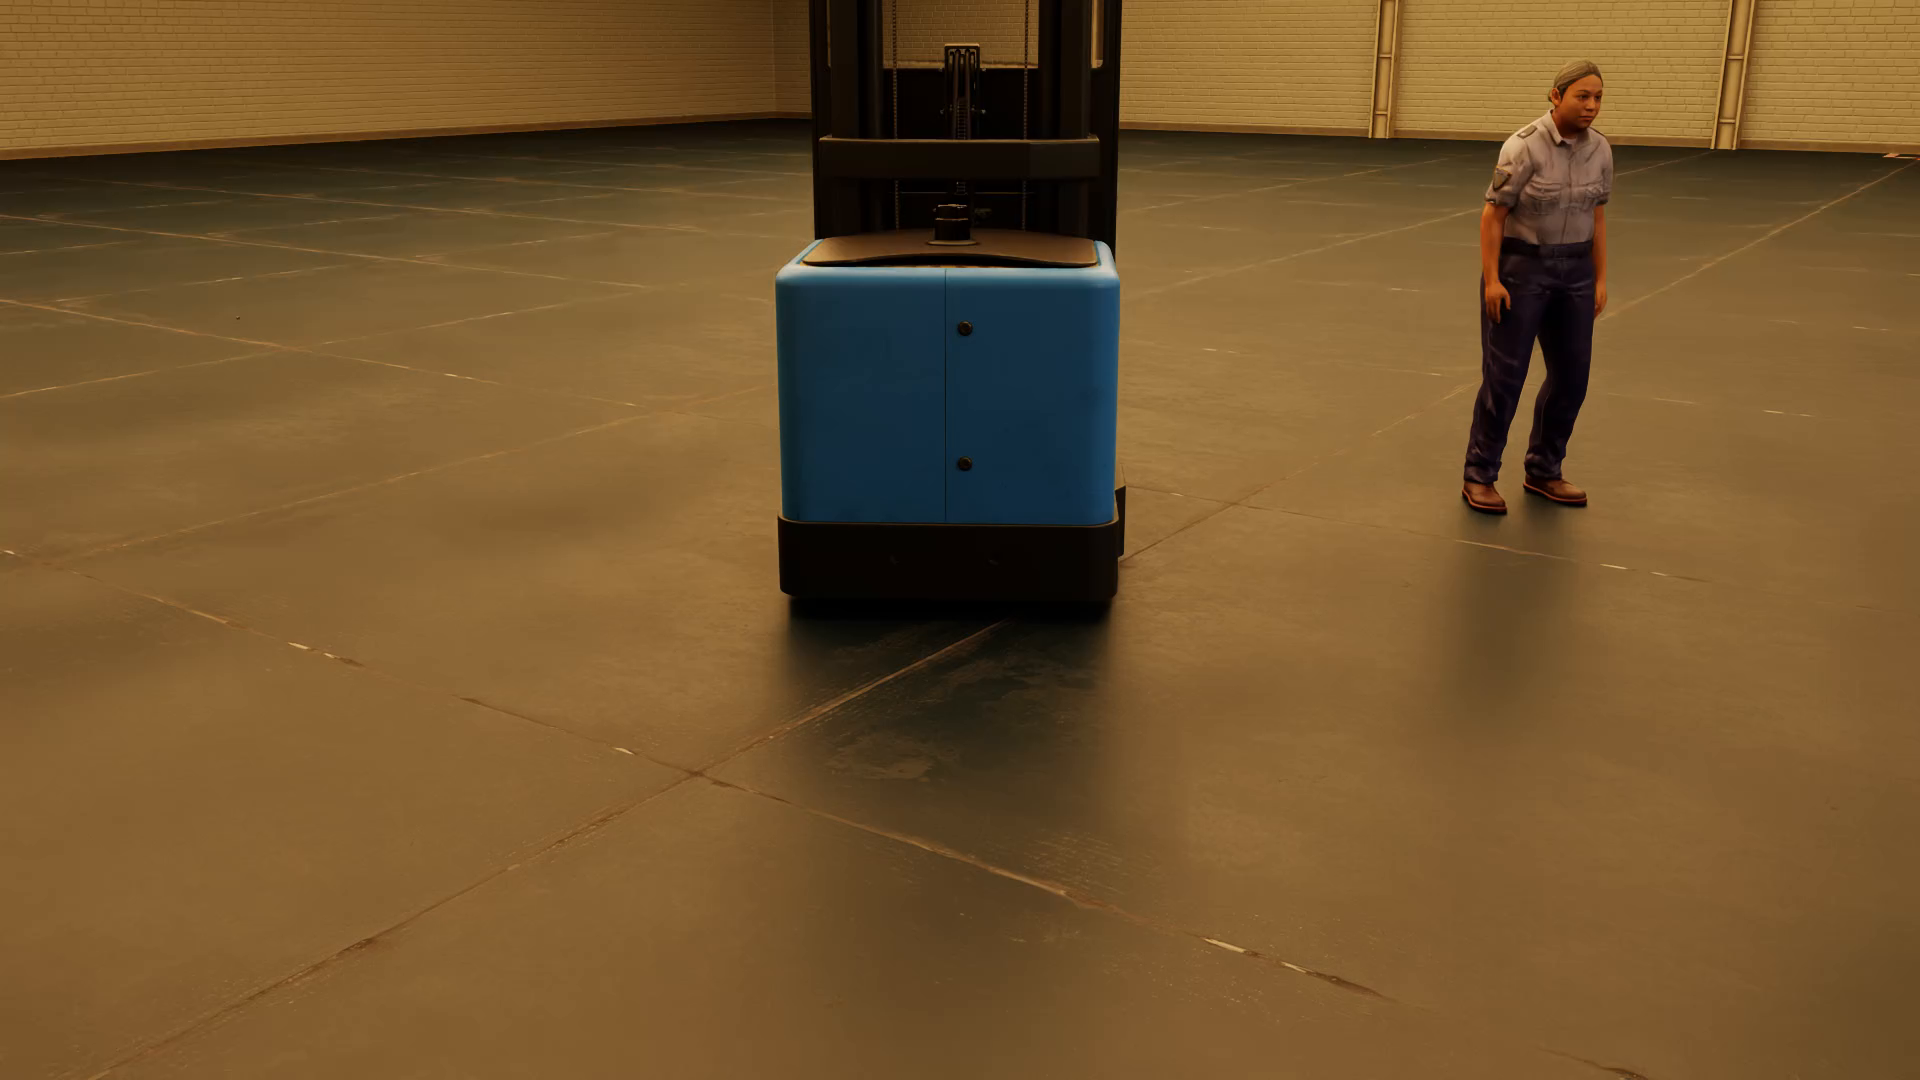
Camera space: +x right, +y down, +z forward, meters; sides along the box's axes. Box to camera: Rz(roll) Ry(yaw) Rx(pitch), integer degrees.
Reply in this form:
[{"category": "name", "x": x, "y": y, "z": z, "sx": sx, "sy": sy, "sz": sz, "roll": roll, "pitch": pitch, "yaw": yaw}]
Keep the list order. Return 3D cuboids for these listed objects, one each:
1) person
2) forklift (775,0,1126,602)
[{"category": "person", "x": 2.189, "y": -0.947, "z": 6.260, "sx": 0.540, "sy": 1.637, "sz": 0.380, "roll": -5, "pitch": 17, "yaw": -15}, {"category": "forklift", "x": 0.031, "y": -1.584, "z": 6.131, "sx": 1.130, "sy": 2.935, "sz": 3.031, "roll": 1, "pitch": 17, "yaw": 3}]
